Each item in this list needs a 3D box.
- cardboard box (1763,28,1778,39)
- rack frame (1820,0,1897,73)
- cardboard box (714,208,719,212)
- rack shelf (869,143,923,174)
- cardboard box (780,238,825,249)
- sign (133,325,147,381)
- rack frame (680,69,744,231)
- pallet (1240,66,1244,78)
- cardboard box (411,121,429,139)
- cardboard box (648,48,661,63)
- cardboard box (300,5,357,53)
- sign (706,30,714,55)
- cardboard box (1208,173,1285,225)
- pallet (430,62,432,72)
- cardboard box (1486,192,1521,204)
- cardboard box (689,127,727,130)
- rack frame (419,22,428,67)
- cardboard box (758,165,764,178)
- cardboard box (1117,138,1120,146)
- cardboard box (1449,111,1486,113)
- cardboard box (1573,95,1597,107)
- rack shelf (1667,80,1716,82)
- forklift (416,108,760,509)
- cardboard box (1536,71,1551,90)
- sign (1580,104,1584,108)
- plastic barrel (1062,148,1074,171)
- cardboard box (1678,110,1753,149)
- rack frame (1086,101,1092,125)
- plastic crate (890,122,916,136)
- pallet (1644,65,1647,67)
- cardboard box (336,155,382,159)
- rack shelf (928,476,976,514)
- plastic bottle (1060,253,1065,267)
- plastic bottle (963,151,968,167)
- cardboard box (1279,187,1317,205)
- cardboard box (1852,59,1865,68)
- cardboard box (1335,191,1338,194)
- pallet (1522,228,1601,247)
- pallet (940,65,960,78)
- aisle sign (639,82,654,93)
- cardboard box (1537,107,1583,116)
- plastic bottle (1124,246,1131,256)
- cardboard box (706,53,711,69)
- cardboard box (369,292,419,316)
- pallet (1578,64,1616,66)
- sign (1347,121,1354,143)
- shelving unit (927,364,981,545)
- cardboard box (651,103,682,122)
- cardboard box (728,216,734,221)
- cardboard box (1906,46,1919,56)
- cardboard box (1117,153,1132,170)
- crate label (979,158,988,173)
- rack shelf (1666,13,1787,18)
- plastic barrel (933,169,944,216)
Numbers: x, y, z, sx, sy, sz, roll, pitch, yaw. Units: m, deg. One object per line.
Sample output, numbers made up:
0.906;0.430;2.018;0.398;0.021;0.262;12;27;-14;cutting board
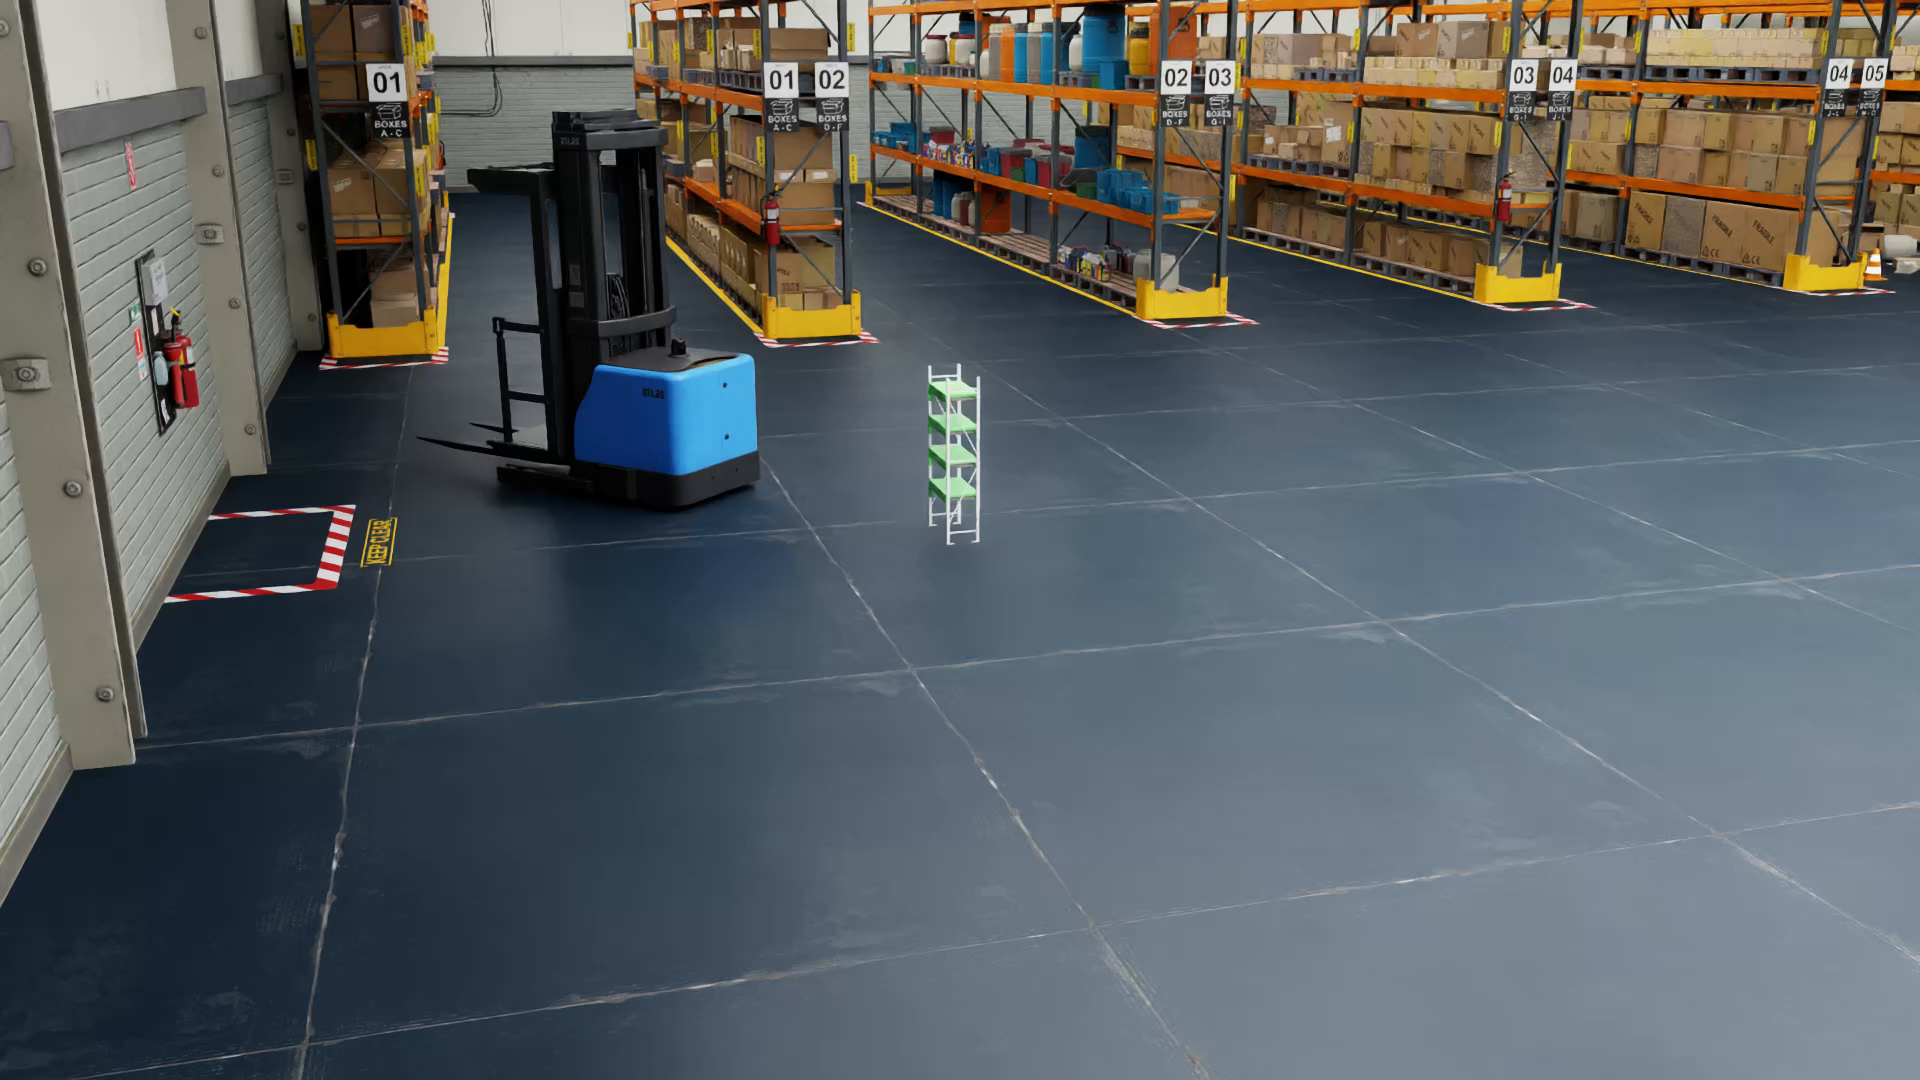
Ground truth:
11.879;-7.326;24.060;0.380;0.149;0.250;-4;17;-14;cardboard box
12.509;-7.974;22.857;1.000;3.000;0.127;-5;17;-15;rack frame
-3.863;-5.330;28.061;0.500;0.500;0.500;-4;17;-13;cardboard box
-0.898;-7.873;34.199;1.077;0.370;4.000;-5;17;-15;rack shelf
-2.037;-3.639;21.600;0.500;0.500;0.500;-5;17;-15;cardboard box
-5.256;-1.197;10.661;0.001;0.329;0.234;-5;17;-15;sign
-4.013;-6.167;27.270;1.000;3.000;0.127;-5;17;-15;rack frame
5.285;-8.470;30.049;1.213;0.211;1.003;-4;17;-13;pallet
-8.659;-6.488;26.307;0.500;0.250;0.500;-4;17;-14;cardboard box
-5.507;-8.991;30.848;0.500;0.250;0.500;-5;17;-15;cardboard box
-6.946;-5.633;18.332;0.500;0.500;0.500;-4;17;-13;cardboard box
-3.432;-6.850;22.884;0.100;0.325;0.005;-5;17;-15;sign
5.344;-6.326;30.760;1.225;0.875;0.875;-6;18;-18;cardboard box
-10.420;-8.839;31.105;1.003;0.211;1.213;-5;17;-15;pallet
7.435;-4.679;22.751;0.380;0.149;0.250;-5;17;-15;cardboard box
-4.362;-6.850;28.638;0.700;0.500;0.500;-1;17;-5;cardboard box
-9.874;-9.754;28.783;1.000;3.000;0.127;-5;17;-15;rack frame
-2.313;-4.617;20.806;0.380;0.149;0.250;-4;17;-15;cardboard box
3.519;-8.493;35.447;0.380;0.149;0.250;-5;17;-17;cardboard box
7.410;-5.995;24.266;0.500;0.500;0.500;-5;17;-15;cardboard box
13.547;-9.475;36.369;0.500;0.500;0.500;-5;17;-16;cardboard box
14.492;-9.378;33.996;1.077;0.370;4.000;-5;17;-15;rack shelf
-3.137;-1.930;13.281;3.031;2.935;1.130;10;19;29;forklift
7.828;-6.255;22.609;0.500;0.250;0.500;-4;17;-14;cardboard box
13.409;-9.248;35.882;0.100;0.325;0.005;-5;17;-15;sign
1.798;-5.799;25.806;0.433;0.535;0.433;0;17;0;plastic barrel
11.757;-6.388;25.868;0.875;0.550;0.550;-5;17;-15;cardboard box
3.315;-9.163;37.241;1.000;3.000;0.127;-5;17;-15;rack frame
-1.176;-8.739;35.664;0.616;0.435;0.499;-5;17;-15;plastic crate
14.504;-9.562;33.686;1.003;0.211;1.213;-4;17;-13;pallet
-7.477;-4.537;20.765;0.500;0.500;0.500;-4;17;-14;cardboard box
-0.045;-0.329;12.019;0.258;0.148;0.480;-5;17;-15;rack shelf
1.544;-4.171;24.724;0.097;0.201;0.097;0;17;0;plastic bottle
0.099;-6.726;29.352;0.097;0.271;0.097;0;17;0;plastic bottle
5.882;-5.993;28.968;0.500;0.250;0.500;-3;17;-9;cardboard box
12.723;-6.786;23.650;0.380;0.149;0.250;-5;17;-15;cardboard box
8.484;-7.701;36.602;0.380;0.149;0.250;-4;17;-14;cardboard box
10.786;-5.417;29.620;1.003;0.211;1.213;-5;17;-15;pallet
0.276;-8.488;30.110;1.003;0.211;1.213;-5;17;-15;pallet
-6.512;-9.621;34.248;0.394;0.787;0.004;-5;17;-15;aisle sign
10.707;-7.434;29.575;0.700;0.500;0.500;-5;17;-16;cardboard box
2.446;-4.096;24.213;0.144;0.351;0.185;-5;17;-16;plastic bottle
-3.672;-7.469;25.919;0.500;0.250;0.500;-4;17;-14;cardboard box
-6.836;-2.841;20.105;0.500;0.311;0.500;-3;17;-11;cardboard box
13.728;-10.461;36.503;1.003;0.211;1.213;-5;17;-15;pallet
6.080;-6.353;25.875;0.100;0.325;0.005;-5;17;-15;sign
-0.045;-0.620;11.932;0.258;1.200;0.503;-5;17;-15;shelving unit
-5.500;-7.920;31.193;0.500;0.500;0.500;-5;17;-15;cardboard box
-3.483;-5.052;26.630;0.500;0.311;0.500;-5;17;-16;cardboard box
16.013;-8.142;27.681;0.380;0.149;0.250;-4;17;-14;cardboard box
3.818;-7.924;36.080;0.875;0.875;0.875;-5;17;-15;cardboard box
0.506;-6.332;28.108;0.303;0.233;0.416;-5;17;-15;crate label
18.164;-12.313;38.558;1.077;0.370;4.000;-5;17;-15;rack shelf
-0.215;-6.709;31.990;0.600;0.901;0.708;-5;17;-15;plastic barrel
